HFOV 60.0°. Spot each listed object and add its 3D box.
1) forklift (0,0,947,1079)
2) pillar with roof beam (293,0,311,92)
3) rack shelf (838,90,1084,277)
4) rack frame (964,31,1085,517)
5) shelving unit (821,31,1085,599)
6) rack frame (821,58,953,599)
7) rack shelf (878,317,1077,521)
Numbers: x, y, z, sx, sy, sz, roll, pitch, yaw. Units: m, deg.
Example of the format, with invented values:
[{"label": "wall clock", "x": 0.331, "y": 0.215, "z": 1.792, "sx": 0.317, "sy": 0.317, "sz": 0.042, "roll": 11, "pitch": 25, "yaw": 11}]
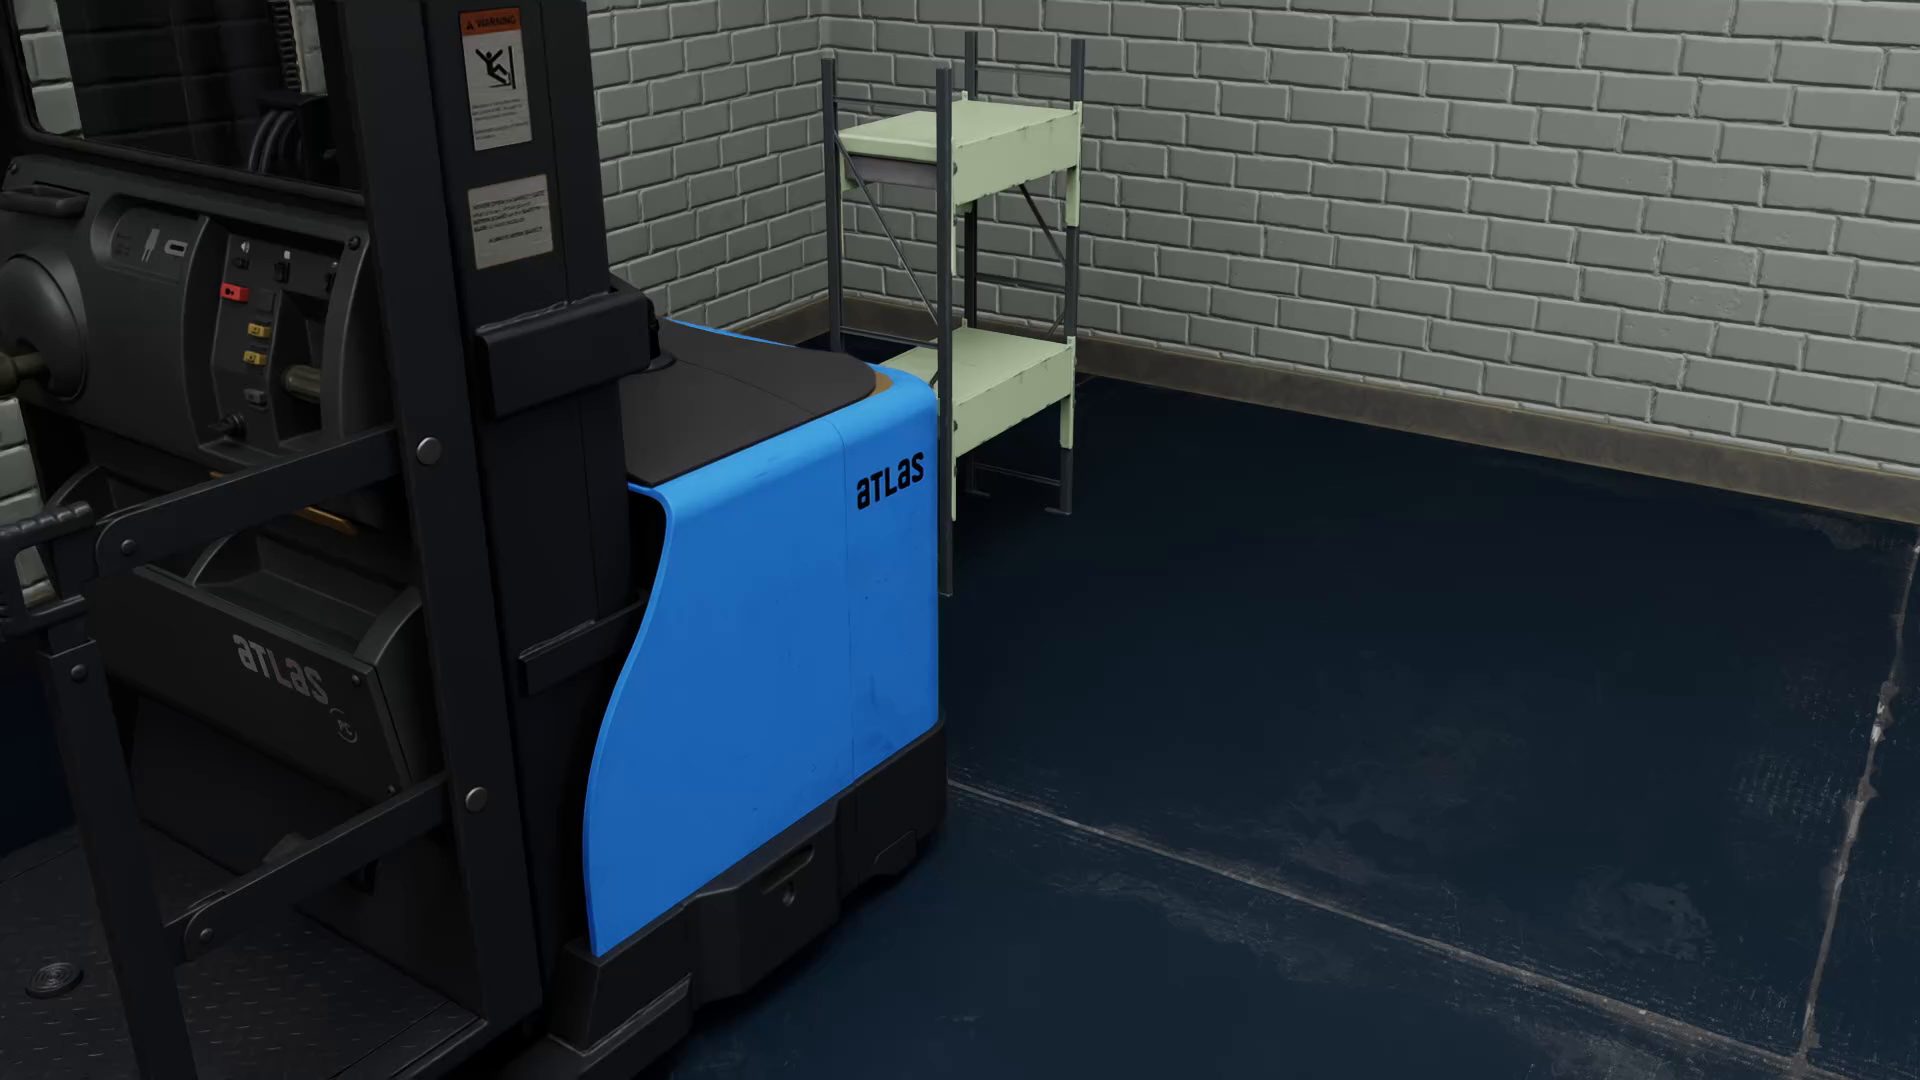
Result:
[{"label": "forklift", "x": -1.295, "y": -0.320, "z": 2.300, "sx": 1.130, "sy": 2.935, "sz": 3.031, "roll": 16, "pitch": 28, "yaw": 32}, {"label": "pillar with roof beam", "x": 1.636, "y": -3.147, "z": 1.193, "sx": 9.100, "sy": 9.000, "sz": 0.400, "roll": 14, "pitch": 27, "yaw": 29}, {"label": "rack shelf", "x": -0.004, "y": -1.044, "z": 4.792, "sx": 0.431, "sy": 0.370, "sz": 0.720, "roll": 14, "pitch": 27, "yaw": 29}, {"label": "rack frame", "x": 0.190, "y": -0.810, "z": 5.232, "sx": 0.400, "sy": 1.500, "sz": 0.023, "roll": 14, "pitch": 27, "yaw": 29}, {"label": "shelving unit", "x": -0.004, "y": -0.686, "z": 4.947, "sx": 0.431, "sy": 1.500, "sz": 0.755, "roll": 14, "pitch": 27, "yaw": 29}, {"label": "rack frame", "x": -0.197, "y": -0.562, "z": 4.661, "sx": 0.400, "sy": 1.500, "sz": 0.023, "roll": 14, "pitch": 27, "yaw": 29}, {"label": "rack shelf", "x": -0.004, "y": -0.387, "z": 5.076, "sx": 0.431, "sy": 0.370, "sz": 0.720, "roll": 14, "pitch": 27, "yaw": 29}]
